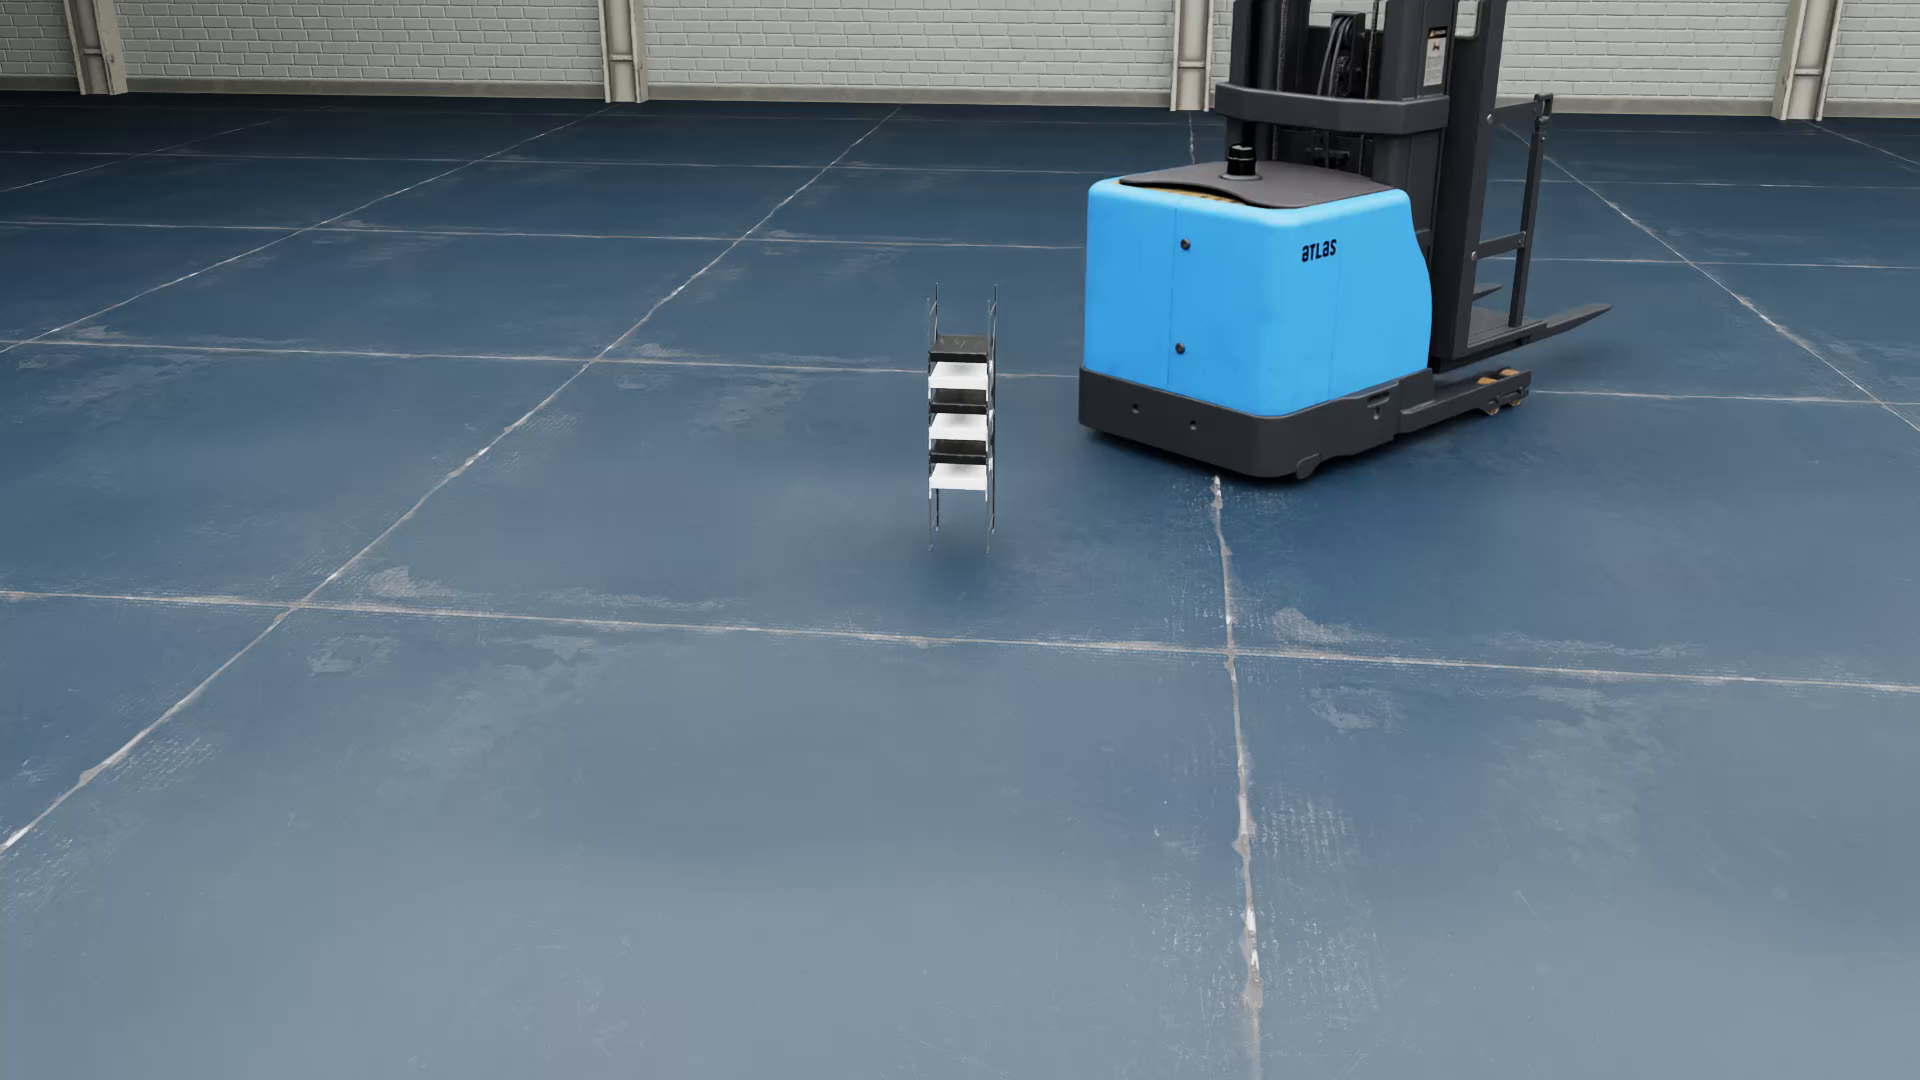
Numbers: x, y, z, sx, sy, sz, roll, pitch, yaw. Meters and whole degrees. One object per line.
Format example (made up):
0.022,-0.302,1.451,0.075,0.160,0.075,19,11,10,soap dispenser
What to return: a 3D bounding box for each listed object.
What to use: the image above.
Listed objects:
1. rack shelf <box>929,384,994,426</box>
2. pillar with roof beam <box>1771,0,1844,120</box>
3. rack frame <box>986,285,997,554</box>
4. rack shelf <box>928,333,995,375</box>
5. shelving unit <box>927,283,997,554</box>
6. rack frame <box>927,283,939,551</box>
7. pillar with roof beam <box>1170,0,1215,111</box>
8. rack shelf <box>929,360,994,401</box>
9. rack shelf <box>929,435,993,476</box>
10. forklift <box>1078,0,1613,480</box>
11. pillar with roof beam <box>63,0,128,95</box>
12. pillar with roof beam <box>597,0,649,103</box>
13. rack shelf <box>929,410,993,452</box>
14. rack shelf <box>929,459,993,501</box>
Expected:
0.008,-0.471,5.753,0.200,0.077,0.258,2,22,6,rack shelf
7.829,-6.822,10.956,0.400,9.000,9.100,2,22,6,pillar with roof beam
0.109,-0.414,5.762,0.006,0.900,0.240,2,22,6,rack frame
0.008,-0.638,5.686,0.200,0.077,0.258,2,22,6,rack shelf
0.008,-0.418,5.773,0.210,0.900,0.258,2,22,6,shelving unit
-0.093,-0.423,5.785,0.006,0.900,0.240,2,22,6,rack frame
1.871,-7.082,11.613,0.400,9.000,9.100,2,22,6,pillar with roof beam
0.008,-0.555,5.720,0.200,0.077,0.258,2,22,6,rack shelf
0.008,-0.303,5.819,0.200,0.077,0.258,2,22,6,rack shelf
1.921,-2.037,7.106,3.031,2.935,1.130,-19,28,-39,forklift
-10.046,-7.601,12.926,0.400,9.000,9.100,2,22,6,pillar with roof beam
-4.087,-7.341,12.269,0.400,9.000,9.100,2,22,6,pillar with roof beam
0.008,-0.387,5.786,0.200,0.077,0.258,2,22,6,rack shelf
0.008,-0.220,5.852,0.200,0.077,0.258,2,22,6,rack shelf
